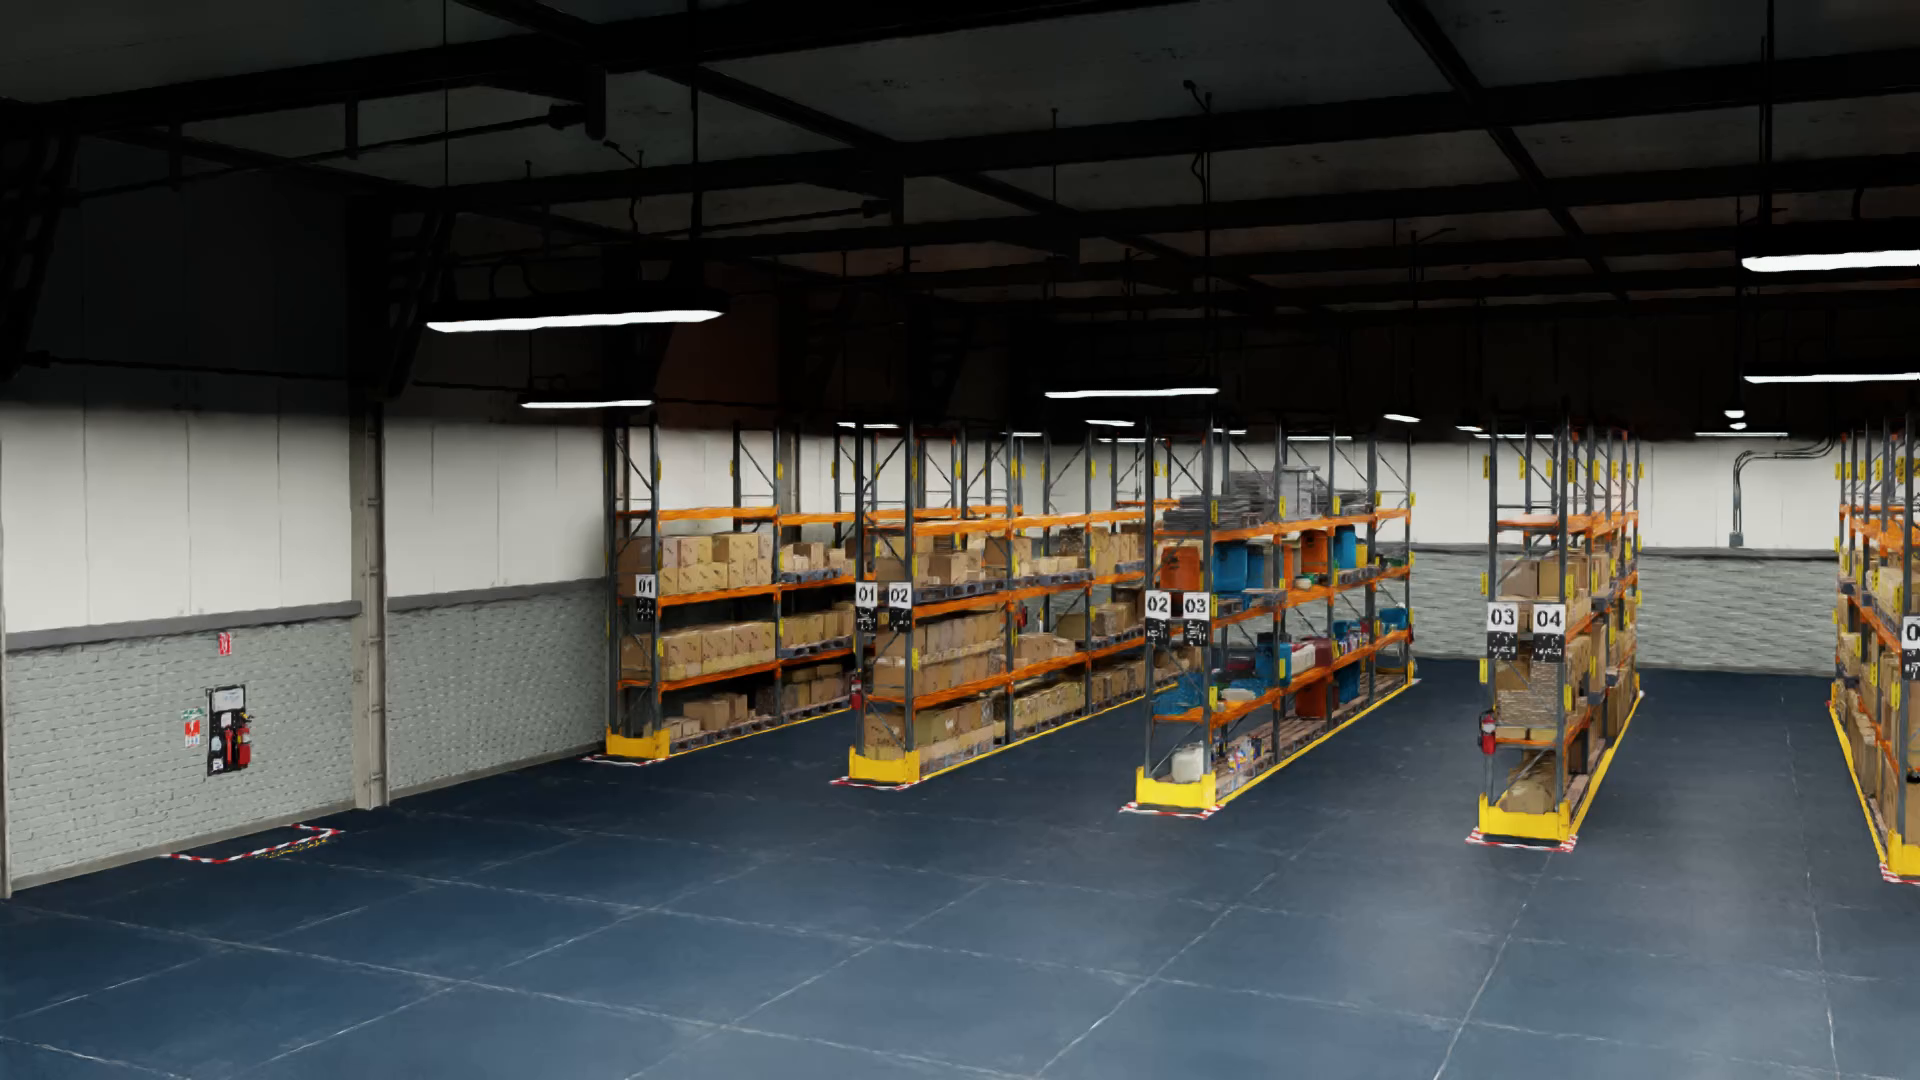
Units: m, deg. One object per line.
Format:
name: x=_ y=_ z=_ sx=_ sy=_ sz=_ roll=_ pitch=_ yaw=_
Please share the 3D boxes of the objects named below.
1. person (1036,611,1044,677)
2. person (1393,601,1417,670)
person: x=1.985 y=2.494 z=40.339 sx=0.322 sy=1.605 sz=0.490 roll=0 pitch=2 yaw=10
person: x=10.983 y=2.397 z=41.053 sx=0.558 sy=1.767 sz=0.582 roll=-1 pitch=3 yaw=-27
